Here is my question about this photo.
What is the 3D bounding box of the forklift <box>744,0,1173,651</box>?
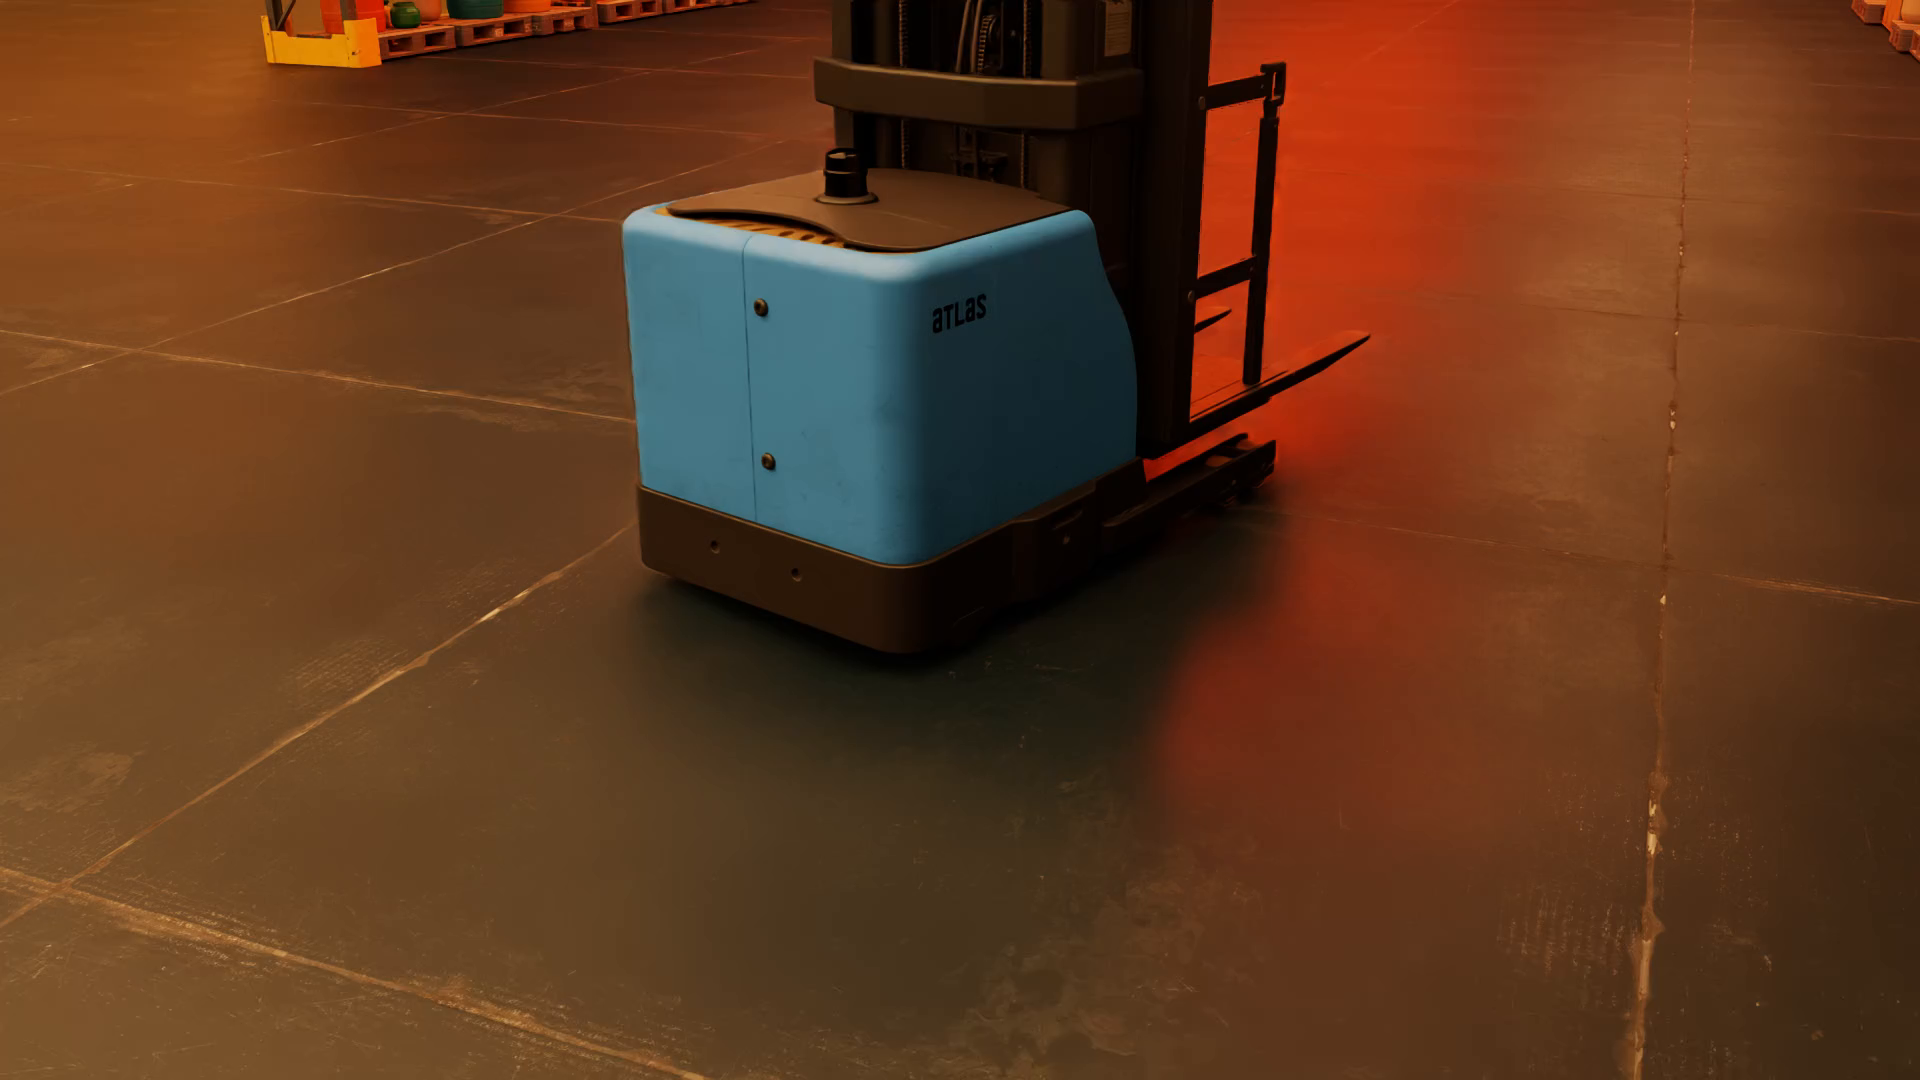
[{"bbox_3d":[0.002,-1.587,5.089,1.130,2.935,3.031,0,23,0],"label":"forklift"}]
